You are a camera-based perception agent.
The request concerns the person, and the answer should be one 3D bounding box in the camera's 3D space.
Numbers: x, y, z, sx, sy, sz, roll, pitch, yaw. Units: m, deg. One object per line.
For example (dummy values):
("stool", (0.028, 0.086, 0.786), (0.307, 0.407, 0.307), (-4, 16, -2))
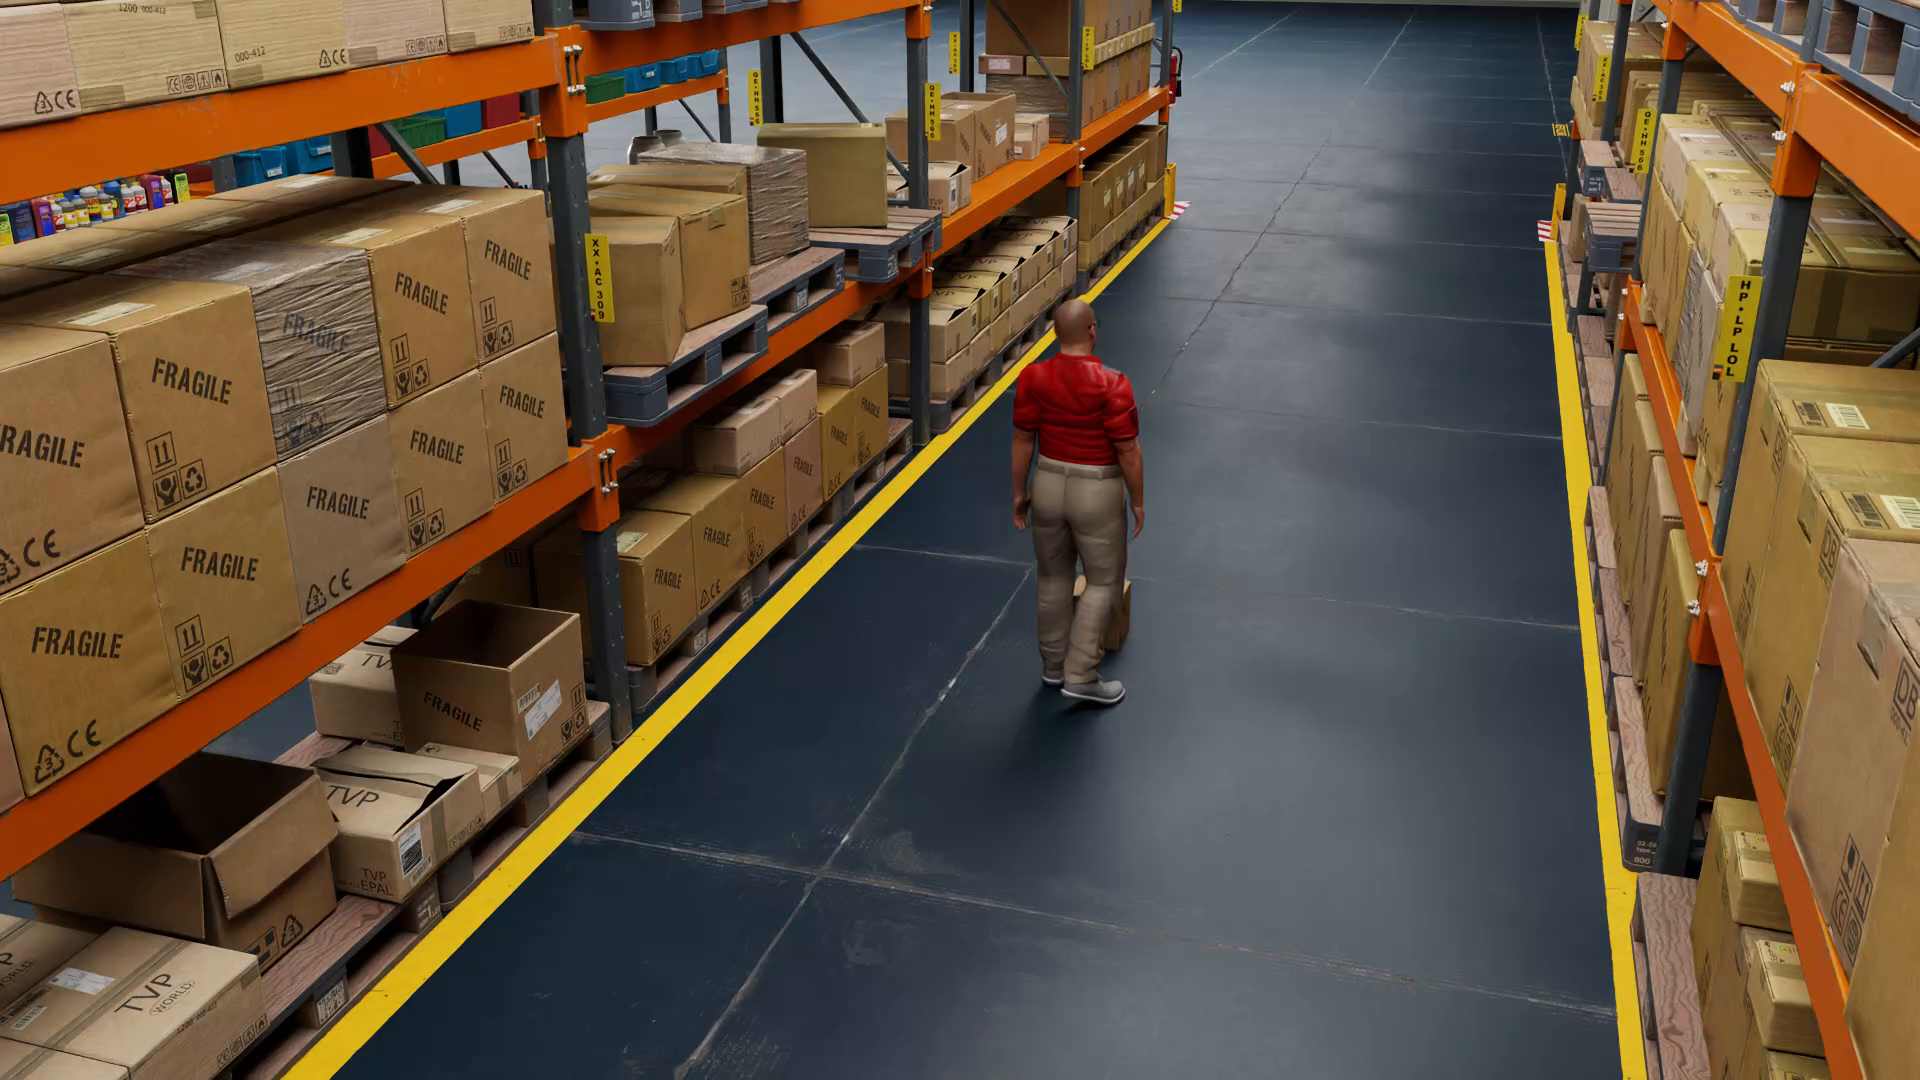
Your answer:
("person", (0.494, -0.162, 7.001), (0.568, 1.733, 0.509), (11, 24, 25))
